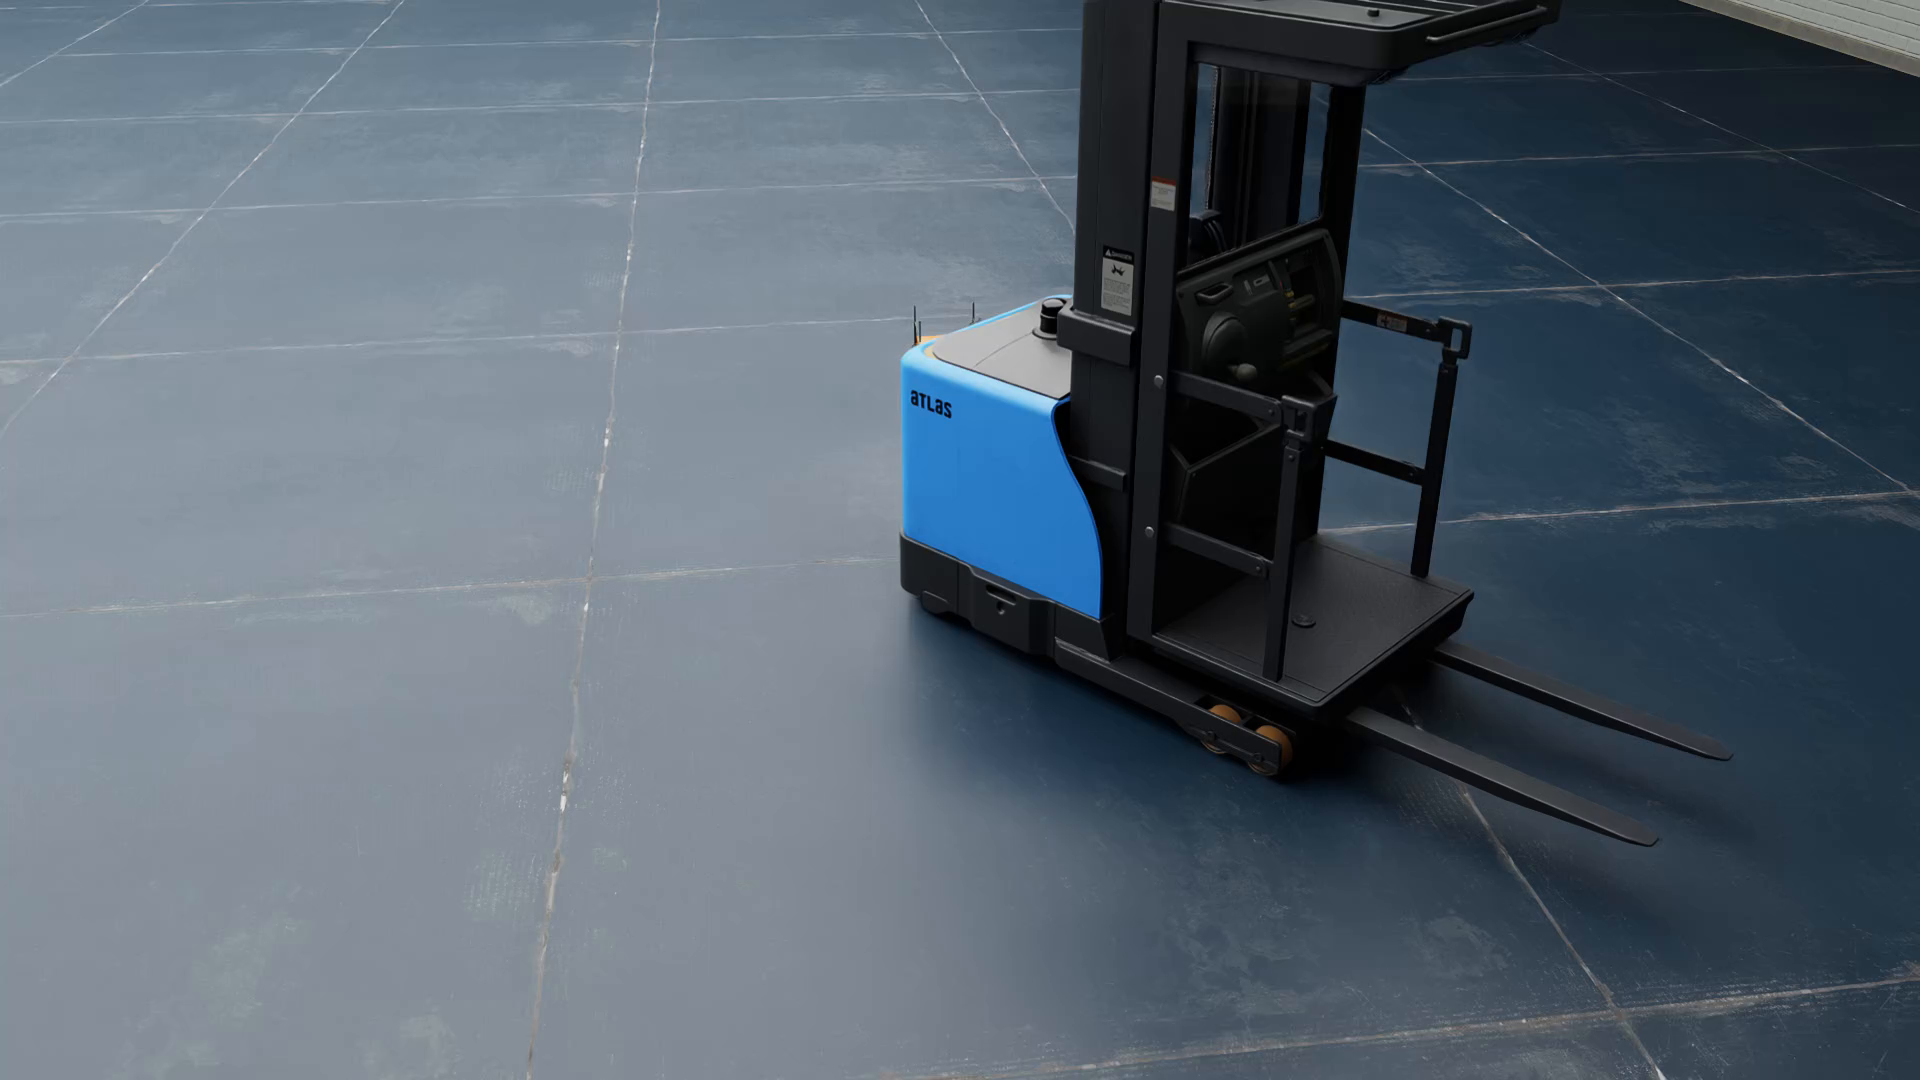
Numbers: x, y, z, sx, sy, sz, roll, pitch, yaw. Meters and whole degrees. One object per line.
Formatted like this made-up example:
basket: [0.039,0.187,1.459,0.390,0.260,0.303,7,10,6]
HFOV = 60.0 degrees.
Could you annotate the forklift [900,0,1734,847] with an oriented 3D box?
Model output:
forklift: [1.183,-0.770,5.539,3.031,2.935,1.130,23,35,37]

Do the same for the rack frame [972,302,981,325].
rack frame: [0.068,-0.471,7.019,0.008,1.050,0.200,-4,27,-7]

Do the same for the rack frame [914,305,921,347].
rack frame: [-0.174,-0.456,6.989,0.008,1.050,0.200,-4,27,-7]

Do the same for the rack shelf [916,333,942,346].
rack shelf: [-0.053,-0.707,6.879,0.240,0.259,0.215,-4,27,-7]

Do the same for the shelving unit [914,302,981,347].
shelving unit: [-0.053,-0.464,7.004,0.252,1.050,0.215,-4,27,-7]
